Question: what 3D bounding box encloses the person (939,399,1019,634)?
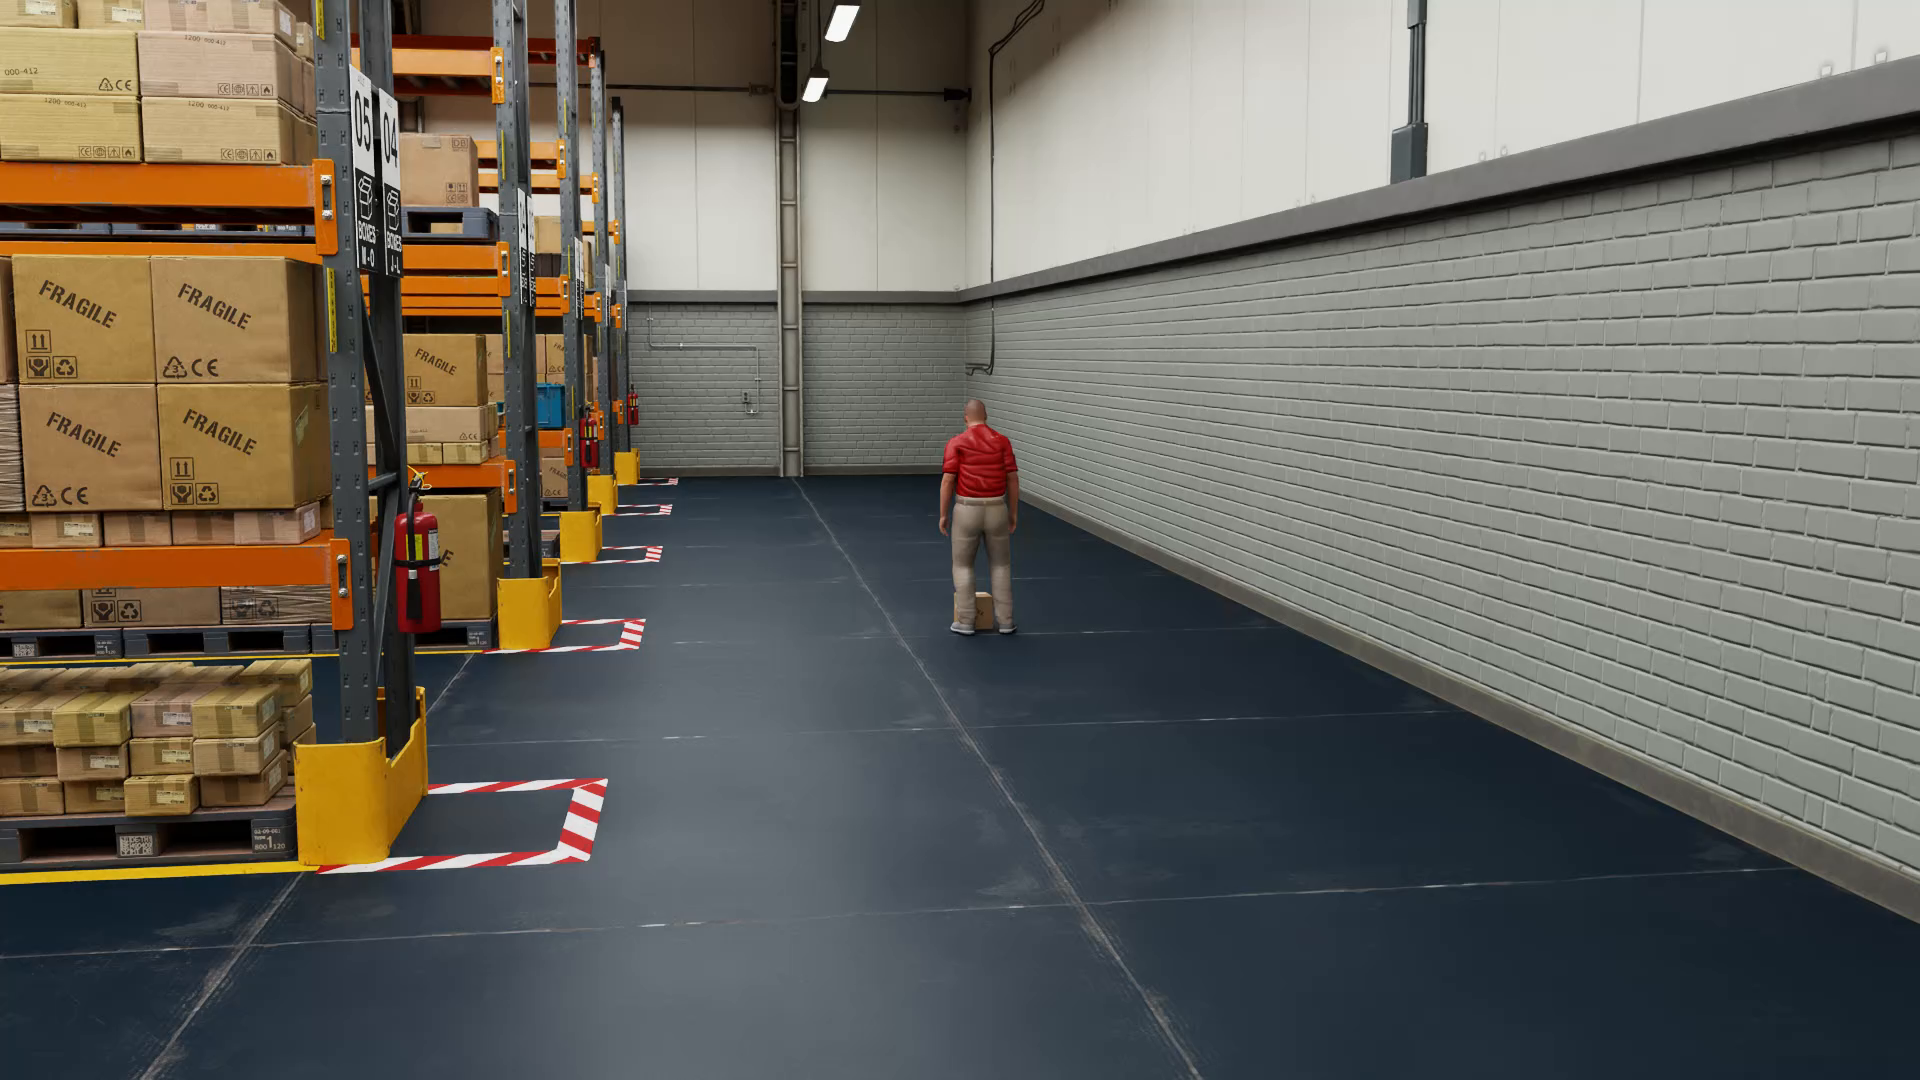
[{"bbox_3d":[0.147,-0.170,12.274,0.602,1.728,0.384,-1,7,-11],"label":"person"}]
